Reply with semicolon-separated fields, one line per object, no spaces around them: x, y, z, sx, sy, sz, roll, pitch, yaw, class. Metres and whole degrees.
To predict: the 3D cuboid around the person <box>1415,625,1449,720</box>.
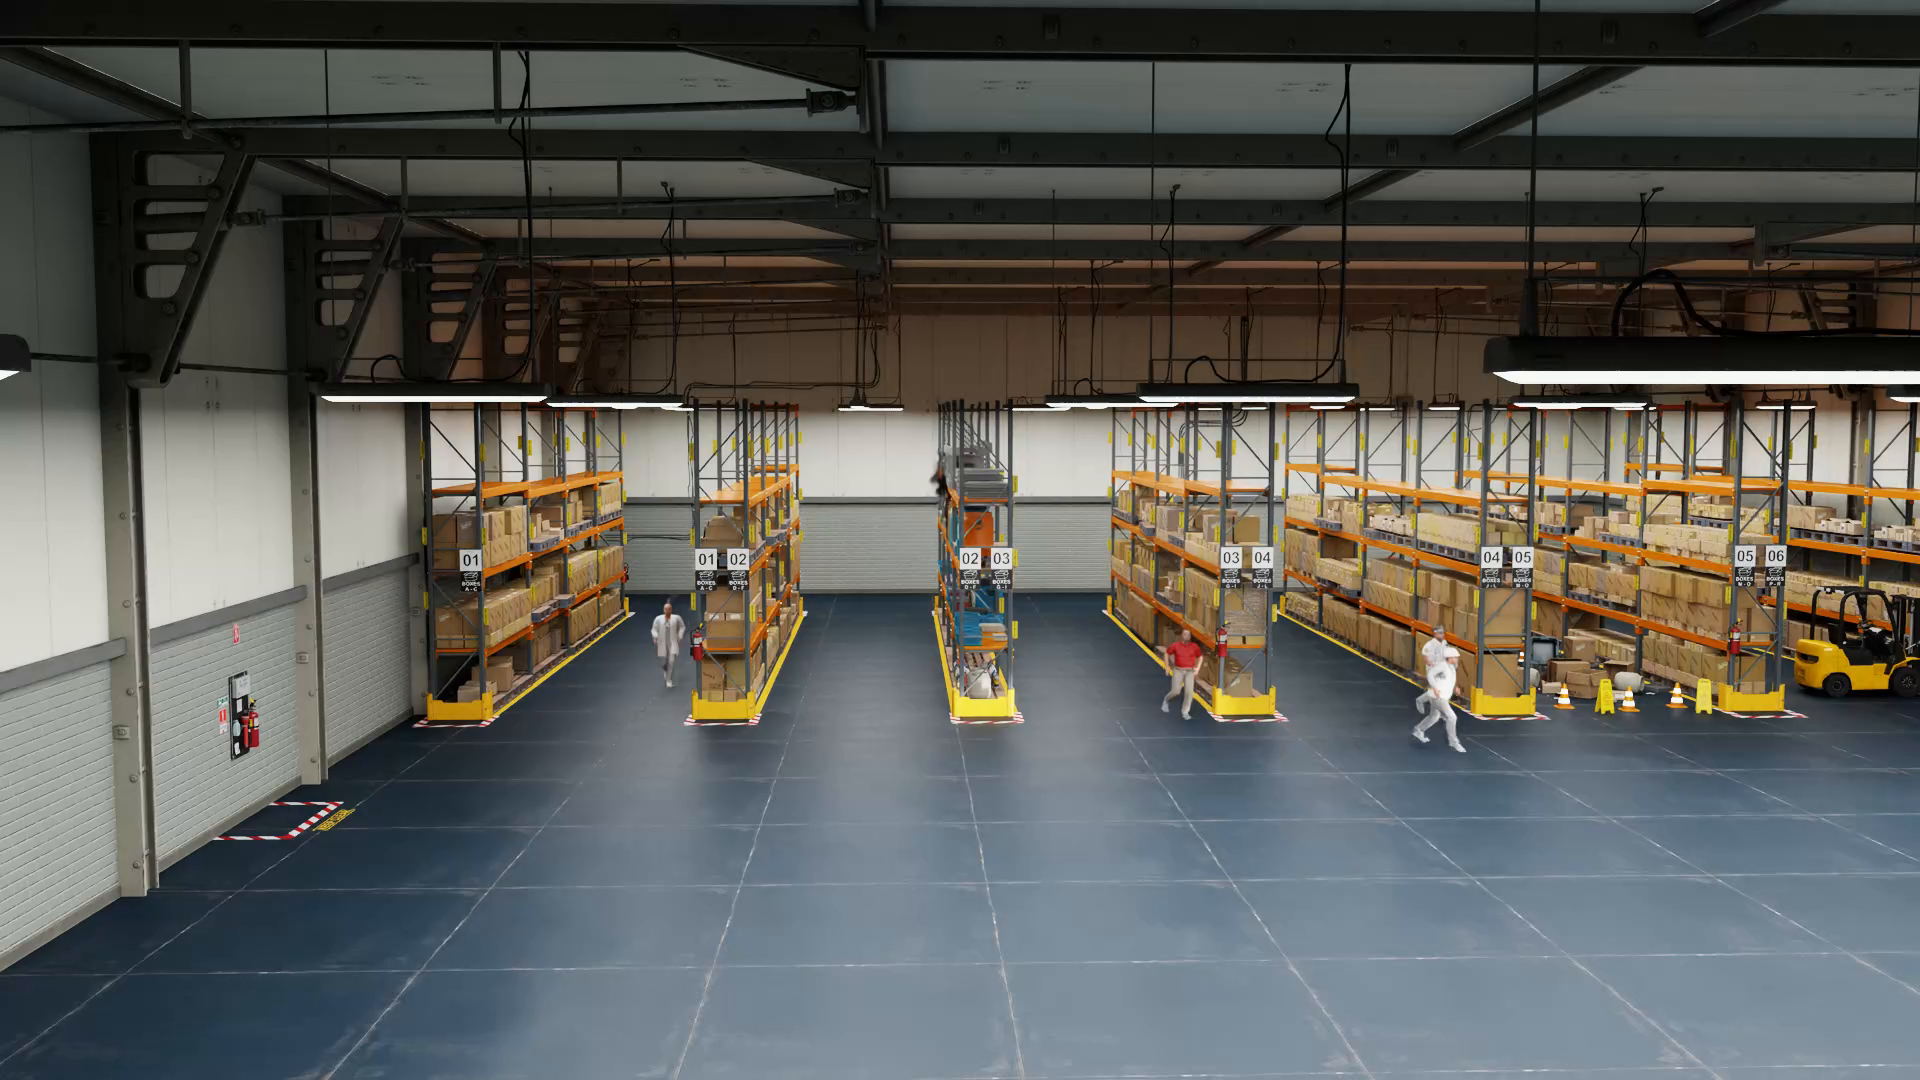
8.969;2.473;31.342;0.693;1.770;0.730;-3;5;-31;person

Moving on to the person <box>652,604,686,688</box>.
-6.138;2.197;35.049;0.702;1.743;0.846;0;4;-6;person

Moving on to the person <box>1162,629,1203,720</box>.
4.225;2.520;31.347;0.739;1.681;0.637;-1;4;-8;person

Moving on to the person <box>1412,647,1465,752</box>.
8.186;2.694;28.414;0.993;1.759;0.692;3;6;38;person
